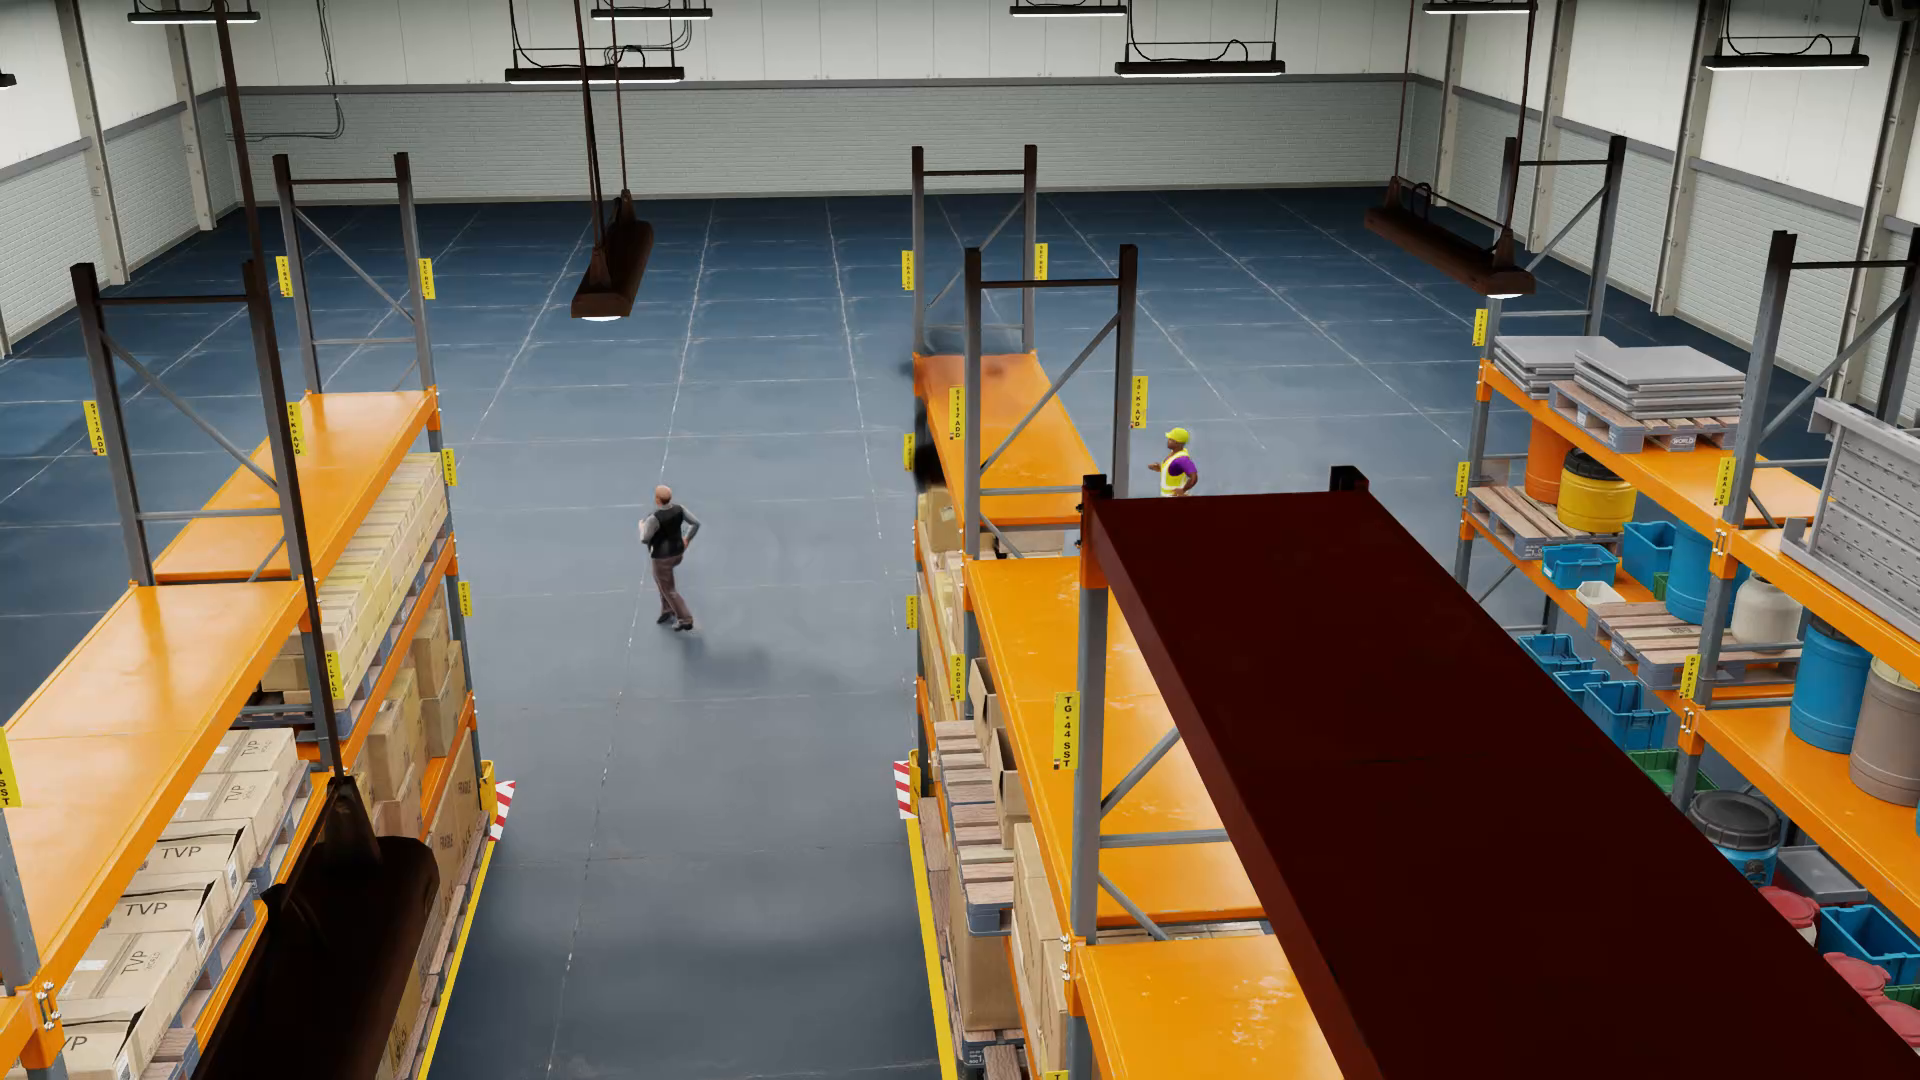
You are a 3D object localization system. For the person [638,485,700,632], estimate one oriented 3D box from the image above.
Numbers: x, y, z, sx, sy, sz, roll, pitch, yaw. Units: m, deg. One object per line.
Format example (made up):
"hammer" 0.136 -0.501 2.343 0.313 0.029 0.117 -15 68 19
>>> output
"person" -3.304 0.219 18.761 0.759 1.780 0.630 13 25 29

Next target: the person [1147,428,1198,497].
"person" 2.642 -0.516 20.503 0.845 1.808 0.683 5 22 13
